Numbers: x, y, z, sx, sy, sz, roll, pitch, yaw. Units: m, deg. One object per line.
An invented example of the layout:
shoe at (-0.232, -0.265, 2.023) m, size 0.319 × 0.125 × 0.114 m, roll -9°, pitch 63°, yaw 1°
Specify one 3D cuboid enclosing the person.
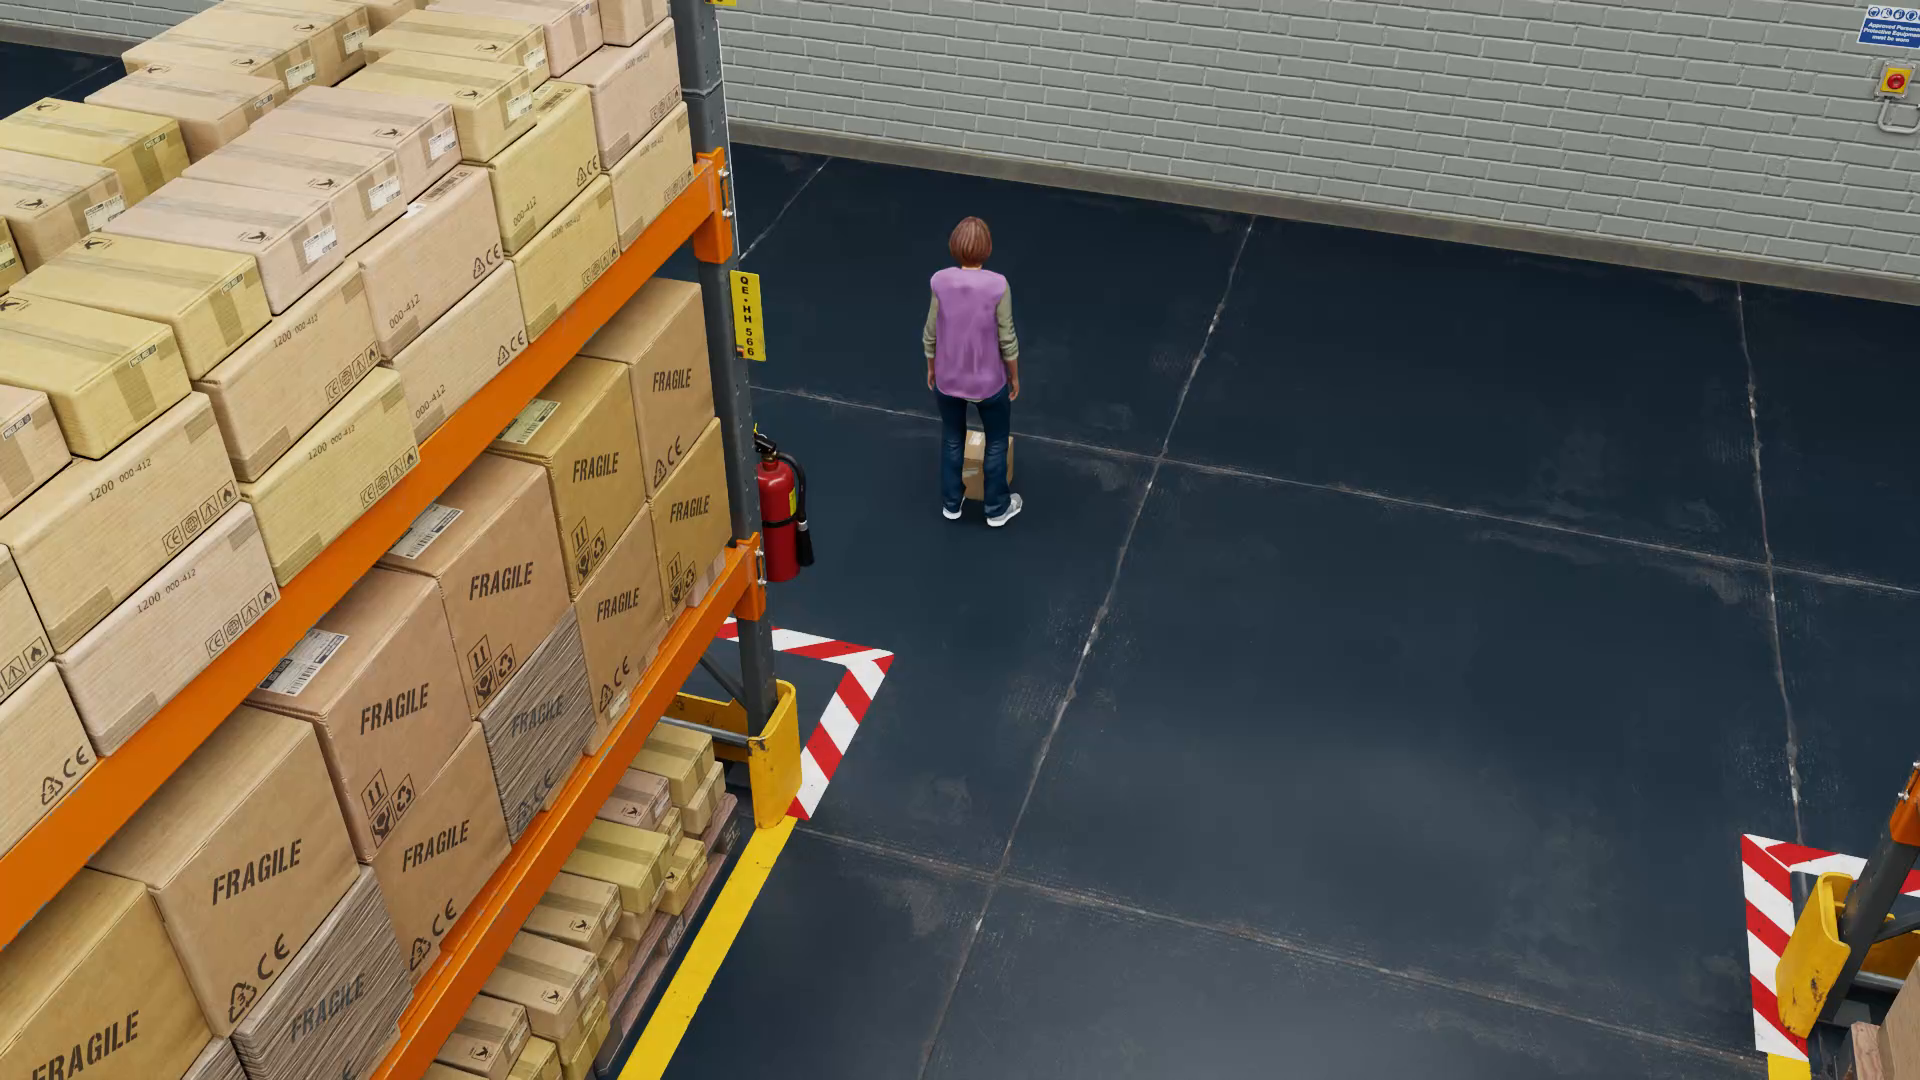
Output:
person at (0.060, -0.767, 7.896) m, size 0.469 × 1.592 × 0.348 m, roll 9°, pitch 39°, yaw 12°
